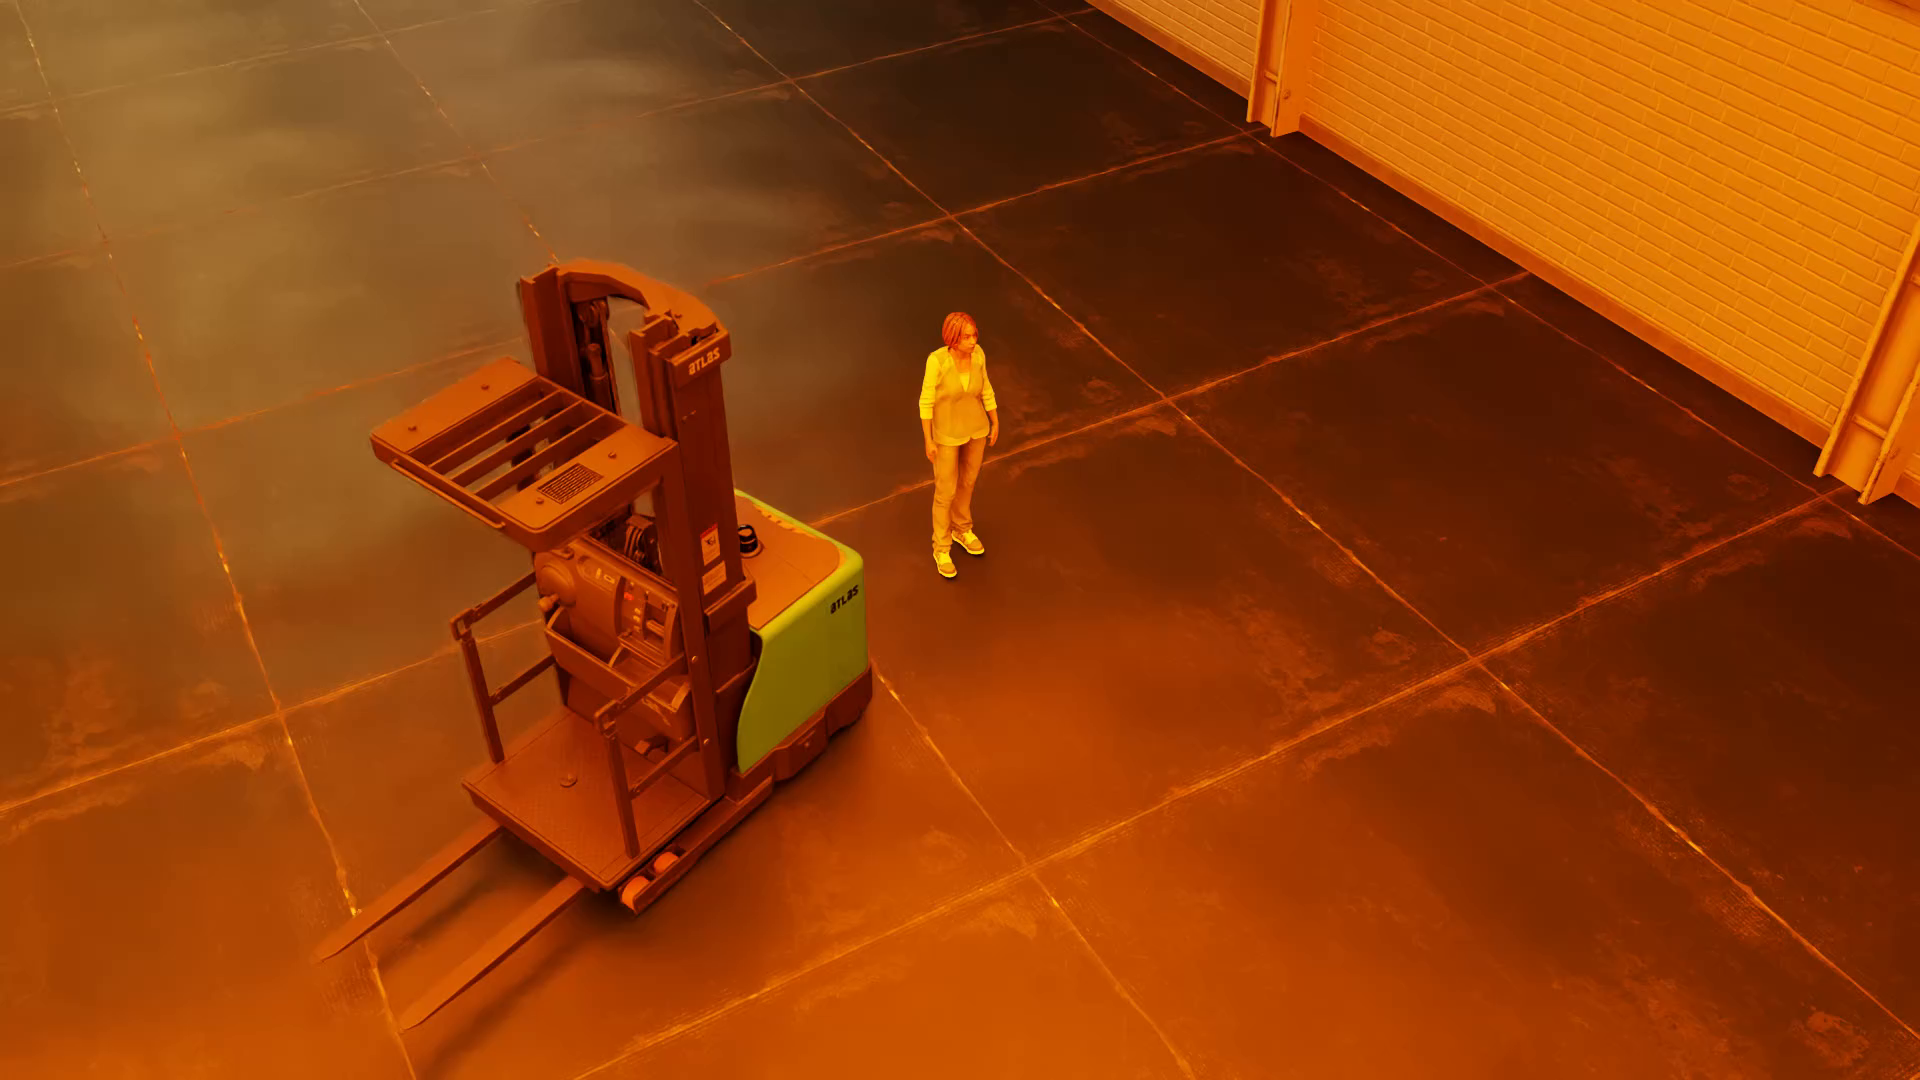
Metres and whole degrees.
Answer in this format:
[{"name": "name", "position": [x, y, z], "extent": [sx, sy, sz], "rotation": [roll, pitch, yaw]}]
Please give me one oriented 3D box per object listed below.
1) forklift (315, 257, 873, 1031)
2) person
[{"name": "forklift", "position": [-1.787, 0.325, 7.644], "extent": [1.130, 2.935, 3.031], "rotation": [27, 47, 28]}, {"name": "person", "position": [0.025, -0.575, 9.762], "extent": [0.520, 1.599, 0.473], "rotation": [-20, 44, -23]}]
